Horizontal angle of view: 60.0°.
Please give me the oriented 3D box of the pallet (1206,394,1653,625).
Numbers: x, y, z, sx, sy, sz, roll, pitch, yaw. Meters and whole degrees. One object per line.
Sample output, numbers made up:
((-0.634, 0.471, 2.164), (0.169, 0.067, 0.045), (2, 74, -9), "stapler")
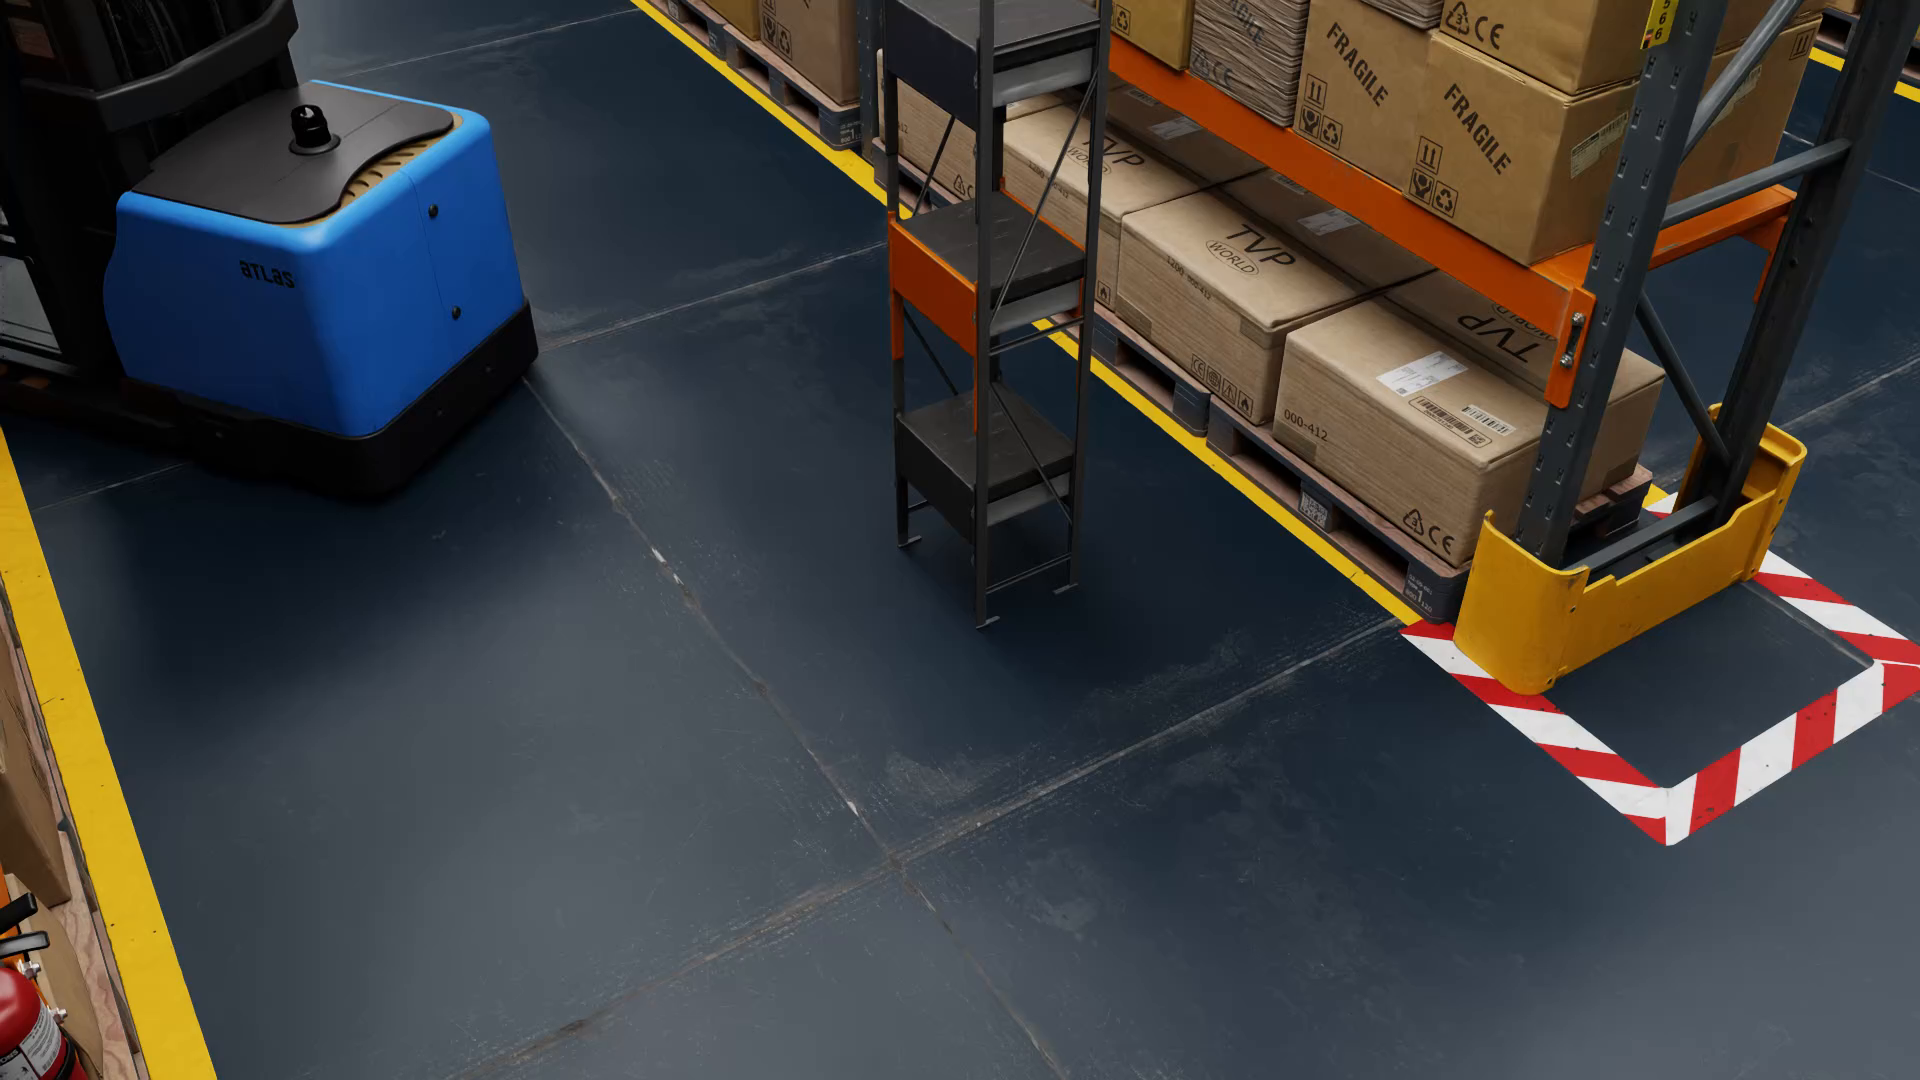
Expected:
((1.640, -0.291, 5.935), (1.003, 0.211, 1.213), (-22, 45, -24), "pallet")

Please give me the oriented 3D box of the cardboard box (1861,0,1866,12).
((4.967, -2.833, 8.705), (0.380, 0.149, 0.250), (-21, 44, -23), "cardboard box")

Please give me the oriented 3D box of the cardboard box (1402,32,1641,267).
((1.653, -1.166, 4.728), (0.500, 0.500, 0.500), (-22, 45, -24), "cardboard box")

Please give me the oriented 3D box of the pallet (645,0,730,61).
((-1.154, -3.095, 9.300), (1.003, 0.211, 1.213), (-22, 45, -24), "pallet")

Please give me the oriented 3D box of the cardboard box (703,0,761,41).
((-0.908, -3.254, 8.644), (0.875, 0.875, 0.875), (-21, 44, -23), "cardboard box")

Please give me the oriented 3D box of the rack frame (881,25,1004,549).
((-0.042, -0.849, 5.129), (0.400, 2.100, 0.015), (-22, 45, -24), "rack frame")

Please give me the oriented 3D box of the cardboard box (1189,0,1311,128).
((1.111, -1.716, 5.388), (0.500, 0.500, 0.500), (-21, 44, -23), "cardboard box")

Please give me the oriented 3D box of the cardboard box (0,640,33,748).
((-2.923, 0.394, 4.558), (0.500, 0.500, 0.500), (-21, 44, -24), "cardboard box")

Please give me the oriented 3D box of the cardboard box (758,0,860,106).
((-0.416, -2.769, 8.062), (0.875, 0.875, 0.875), (-21, 44, -23), "cardboard box")

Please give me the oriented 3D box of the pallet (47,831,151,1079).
((-2.518, 1.353, 3.962), (1.003, 0.211, 1.213), (-22, 45, -24), "pallet")

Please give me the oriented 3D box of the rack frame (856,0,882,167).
((-0.015, -3.117, 7.147), (1.000, 3.000, 0.127), (-22, 45, -24), "rack frame")

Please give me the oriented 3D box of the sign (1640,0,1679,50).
((1.671, -1.314, 3.895), (0.100, 0.325, 0.005), (-22, 45, -24), "sign")

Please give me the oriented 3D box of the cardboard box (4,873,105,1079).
((-2.296, 1.188, 3.604), (0.797, 0.503, 0.637), (-24, 45, -26), "cardboard box")

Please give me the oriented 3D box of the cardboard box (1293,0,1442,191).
((1.396, -1.442, 5.059), (0.500, 0.500, 0.500), (-23, 45, -25), "cardboard box")

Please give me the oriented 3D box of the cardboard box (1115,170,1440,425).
((1.197, -0.948, 6.218), (0.875, 0.438, 0.875), (-21, 44, -23), "cardboard box")

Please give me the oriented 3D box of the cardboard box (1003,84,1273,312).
((0.714, -1.435, 6.803), (0.875, 0.438, 0.875), (-24, 45, -26), "cardboard box")

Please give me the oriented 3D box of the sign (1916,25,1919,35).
((2.607, -1.509, 4.479), (0.100, 0.325, 0.005), (-22, 45, -24), "sign")

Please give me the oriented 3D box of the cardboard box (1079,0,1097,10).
((0.546, -2.268, 6.051), (0.500, 0.500, 0.500), (-22, 45, -24), "cardboard box")

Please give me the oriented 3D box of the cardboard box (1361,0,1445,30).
((1.370, -1.831, 4.745), (0.500, 0.500, 0.500), (-22, 45, -24), "cardboard box")

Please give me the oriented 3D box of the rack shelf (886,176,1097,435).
((0.089, -0.707, 4.979), (0.431, 0.518, 0.480), (-22, 45, -24), "rack shelf")

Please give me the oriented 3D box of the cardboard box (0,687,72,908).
((-2.723, 0.714, 4.174), (0.700, 0.500, 0.500), (-20, 44, -23), "cardboard box")

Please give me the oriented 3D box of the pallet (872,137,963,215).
((0.328, -1.608, 7.515), (1.003, 0.211, 1.213), (-22, 45, -24), "pallet")

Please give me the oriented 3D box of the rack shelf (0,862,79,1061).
((-3.123, -0.050, 4.029), (1.077, 0.370, 4.000), (-22, 45, -24), "rack shelf")

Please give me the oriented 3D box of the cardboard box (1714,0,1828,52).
((2.118, -1.738, 4.633), (0.500, 0.500, 0.500), (-23, 45, -25), "cardboard box")

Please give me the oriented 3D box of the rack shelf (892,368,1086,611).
((0.089, -0.169, 5.427), (0.431, 0.518, 0.480), (-22, 45, -24), "rack shelf")

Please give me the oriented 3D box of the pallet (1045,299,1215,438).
((0.988, -0.949, 6.724), (1.003, 0.211, 1.213), (-22, 45, -24), "pallet")

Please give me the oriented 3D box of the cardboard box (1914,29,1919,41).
((5.039, -2.670, 8.510), (0.380, 0.149, 0.250), (-21, 44, -24), "cardboard box")

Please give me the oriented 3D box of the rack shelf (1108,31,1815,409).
((1.060, -1.761, 6.082), (1.077, 0.370, 4.000), (-22, 45, -24), "rack shelf")

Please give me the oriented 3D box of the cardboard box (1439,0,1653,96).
((1.676, -1.559, 4.418), (0.500, 0.500, 0.500), (-21, 44, -23), "cardboard box")

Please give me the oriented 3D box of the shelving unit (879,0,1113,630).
((0.089, -0.717, 4.971), (0.431, 2.100, 0.503), (-22, 45, -24), "shelving unit")

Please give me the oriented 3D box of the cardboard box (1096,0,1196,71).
((0.823, -1.990, 5.717), (0.500, 0.500, 0.500), (-21, 44, -23), "cardboard box")

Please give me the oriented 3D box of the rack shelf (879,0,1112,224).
((0.089, -1.245, 4.531), (0.431, 0.518, 0.480), (-22, 45, -24), "rack shelf")

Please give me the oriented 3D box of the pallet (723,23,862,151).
((-0.493, -2.436, 8.509), (1.003, 0.211, 1.213), (-22, 45, -24), "pallet")

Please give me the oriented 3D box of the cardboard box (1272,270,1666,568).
((1.697, -0.457, 5.628), (0.875, 0.438, 0.875), (-24, 45, -26), "cardboard box")

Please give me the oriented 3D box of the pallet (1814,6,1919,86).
((5.155, -2.795, 8.939), (1.003, 0.211, 1.213), (-22, 45, -24), "pallet")

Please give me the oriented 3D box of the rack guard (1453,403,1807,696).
((2.149, 0.015, 5.341), (1.175, 0.500, 0.348), (-22, 45, -24), "rack guard")

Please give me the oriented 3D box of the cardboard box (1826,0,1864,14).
((4.761, -2.948, 8.844), (0.380, 0.149, 0.250), (-23, 45, -26), "cardboard box")

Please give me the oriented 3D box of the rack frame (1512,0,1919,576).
((2.136, -0.958, 4.556), (1.000, 3.000, 0.127), (-22, 45, -24), "rack frame")

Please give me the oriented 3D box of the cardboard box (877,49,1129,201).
((0.232, -1.918, 7.382), (0.875, 0.438, 0.875), (-23, 45, -25), "cardboard box")

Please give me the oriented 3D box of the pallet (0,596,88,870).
((-3.170, 0.695, 4.751), (1.003, 0.211, 1.213), (-22, 45, -24), "pallet")

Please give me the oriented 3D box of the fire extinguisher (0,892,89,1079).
((-1.579, 0.846, 2.743), (0.296, 0.674, 0.183), (-22, 45, -24), "fire extinguisher")

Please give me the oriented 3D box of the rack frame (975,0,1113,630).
((0.220, -0.586, 4.813), (0.400, 2.100, 0.015), (-22, 45, -24), "rack frame")

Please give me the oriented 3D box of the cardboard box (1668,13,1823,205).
((2.120, -1.354, 4.954), (0.500, 0.500, 0.500), (-23, 45, -25), "cardboard box")

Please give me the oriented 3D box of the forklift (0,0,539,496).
((-3.218, -1.887, 5.725), (3.031, 2.935, 1.130), (15, 42, 17), "forklift")

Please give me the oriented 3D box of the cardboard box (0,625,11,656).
((-3.281, 0.154, 4.847), (0.700, 0.500, 0.500), (-24, 45, -26), "cardboard box")

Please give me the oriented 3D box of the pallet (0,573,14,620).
((-3.830, 0.036, 5.542), (1.003, 0.211, 1.213), (-22, 45, -24), "pallet")
